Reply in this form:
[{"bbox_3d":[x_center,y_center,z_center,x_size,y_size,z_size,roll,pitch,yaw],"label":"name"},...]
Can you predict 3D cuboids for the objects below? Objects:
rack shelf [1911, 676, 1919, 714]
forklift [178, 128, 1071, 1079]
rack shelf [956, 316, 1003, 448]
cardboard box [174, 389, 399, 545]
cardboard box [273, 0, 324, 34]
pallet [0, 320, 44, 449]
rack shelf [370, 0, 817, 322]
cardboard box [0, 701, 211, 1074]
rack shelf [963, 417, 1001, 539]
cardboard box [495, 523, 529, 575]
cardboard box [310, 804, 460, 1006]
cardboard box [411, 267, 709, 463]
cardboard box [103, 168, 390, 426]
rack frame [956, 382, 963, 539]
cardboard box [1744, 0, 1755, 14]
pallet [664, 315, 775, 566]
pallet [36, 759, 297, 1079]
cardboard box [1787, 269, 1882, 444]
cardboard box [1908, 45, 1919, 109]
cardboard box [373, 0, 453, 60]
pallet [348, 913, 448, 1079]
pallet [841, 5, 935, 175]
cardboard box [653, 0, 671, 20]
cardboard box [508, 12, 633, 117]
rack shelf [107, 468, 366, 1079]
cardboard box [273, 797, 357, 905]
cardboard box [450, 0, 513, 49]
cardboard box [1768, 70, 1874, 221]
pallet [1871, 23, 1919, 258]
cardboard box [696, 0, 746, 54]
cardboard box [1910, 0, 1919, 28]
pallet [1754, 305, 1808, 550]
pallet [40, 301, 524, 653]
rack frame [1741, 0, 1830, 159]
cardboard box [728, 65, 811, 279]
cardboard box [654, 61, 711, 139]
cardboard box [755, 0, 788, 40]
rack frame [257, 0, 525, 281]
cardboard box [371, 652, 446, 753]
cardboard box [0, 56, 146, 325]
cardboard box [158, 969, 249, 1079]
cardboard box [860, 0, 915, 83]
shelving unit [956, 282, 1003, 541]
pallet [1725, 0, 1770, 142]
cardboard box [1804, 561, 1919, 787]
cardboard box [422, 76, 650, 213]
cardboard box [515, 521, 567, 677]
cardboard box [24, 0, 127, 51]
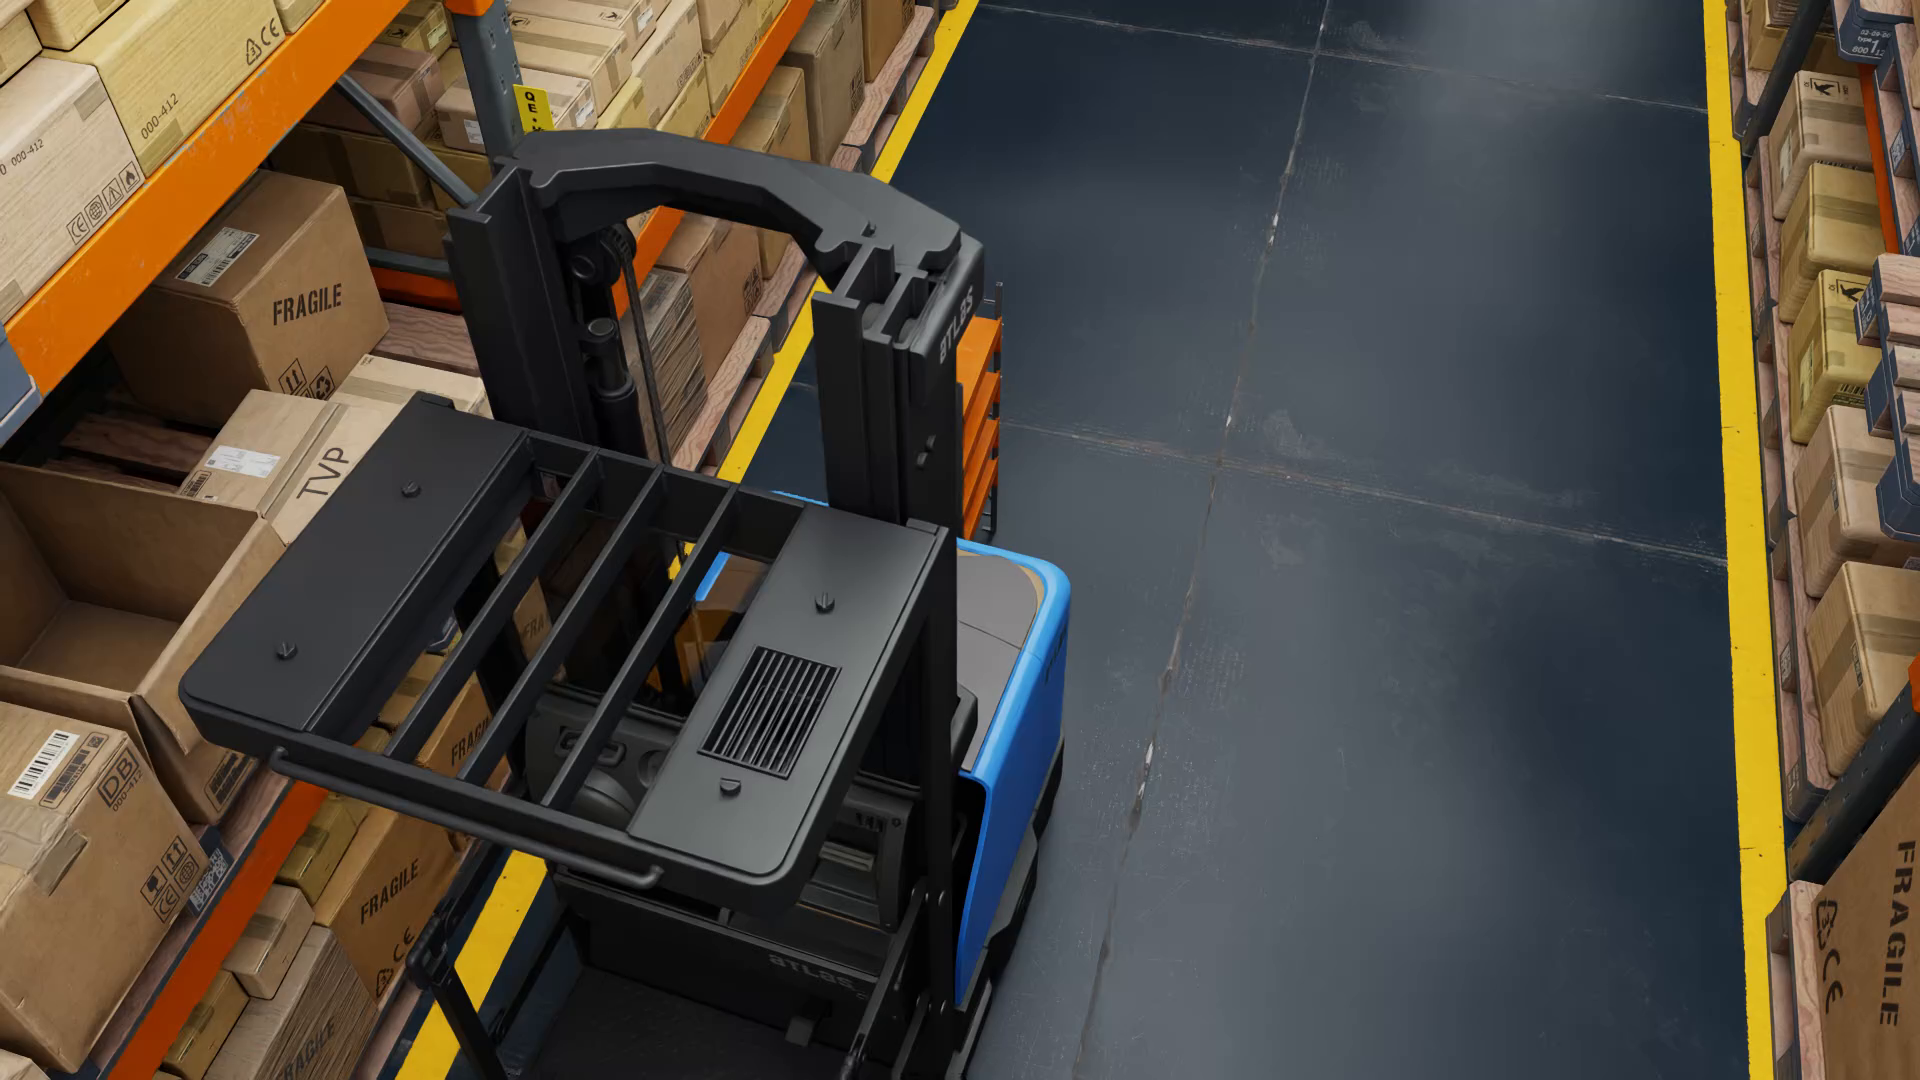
[{"bbox_3d":[2.605,1.838,3.107,1.077,0.370,4.000,12,50,10],"label":"rack shelf"},{"bbox_3d":[-0.630,0.742,3.640,1.130,2.935,3.031,15,50,13],"label":"forklift"},{"bbox_3d":[-0.044,-0.537,5.400,0.258,0.148,0.480,12,50,10],"label":"rack shelf"},{"bbox_3d":[-1.624,-0.086,4.145,0.500,0.250,0.500,9,49,8],"label":"cardboard box"},{"bbox_3d":[-1.559,-1.347,3.538,0.500,0.250,0.500,10,49,9],"label":"cardboard box"},{"bbox_3d":[-2.202,-0.069,2.435,1.213,0.211,1.003,12,50,10],"label":"pallet"},{"bbox_3d":[-1.132,-2.032,6.523,1.077,0.370,4.000,12,50,10],"label":"rack shelf"},{"bbox_3d":[-2.025,0.650,3.329,0.700,0.500,0.500,11,50,10],"label":"cardboard box"},{"bbox_3d":[-0.044,-0.233,5.745,0.258,0.148,0.480,12,50,10],"label":"rack shelf"},{"bbox_3d":[-1.544,0.057,5.153,0.380,0.149,0.250,9,49,8],"label":"cardboard box"},{"bbox_3d":[-1.839,0.952,4.796,0.500,0.500,0.500,14,50,12],"label":"cardboard box"},{"bbox_3d":[-1.481,-0.625,6.105,0.875,0.625,0.625,13,50,11],"label":"cardboard box"},{"bbox_3d":[-1.945,-0.654,4.480,0.500,0.500,0.500,14,50,12],"label":"cardboard box"},{"bbox_3d":[-0.108,-0.101,5.539,0.240,1.200,0.015,12,50,10],"label":"rack frame"},{"bbox_3d":[4.211,-2.837,8.307,0.500,0.250,0.500,10,49,9],"label":"cardboard box"},{"bbox_3d":[-1.404,-0.489,6.540,1.003,0.211,1.213,12,50,10],"label":"pallet"},{"bbox_3d":[-2.166,0.647,3.806,1.003,0.211,1.213,12,50,10],"label":"pallet"},{"bbox_3d":[3.681,-0.606,6.256,0.950,0.372,0.625,13,50,11],"label":"cardboard box"},{"bbox_3d":[3.364,-1.521,5.479,0.380,0.149,0.250,13,50,11],"label":"cardboard box"},{"bbox_3d":[-1.807,-1.558,5.125,0.380,0.149,0.250,13,50,11],"label":"cardboard box"},{"bbox_3d":[-2.214,1.511,4.775,1.003,0.211,1.213,12,50,10],"label":"pallet"},{"bbox_3d":[-0.762,-2.254,8.098,1.003,0.211,1.213,12,50,10],"label":"pallet"},{"bbox_3d":[-1.122,-1.820,5.356,0.380,0.149,0.250,12,50,10],"label":"cardboard box"},{"bbox_3d":[-1.221,-1.437,5.018,0.380,0.149,0.250,13,50,11],"label":"cardboard box"},{"bbox_3d":[-2.185,0.861,3.969,1.077,0.370,4.000,12,50,10],"label":"rack shelf"},{"bbox_3d":[-1.876,0.805,4.493,0.380,0.149,0.250,11,49,9],"label":"cardboard box"},{"bbox_3d":[-1.675,-1.689,5.507,0.500,0.250,0.500,12,50,10],"label":"cardboard box"},{"bbox_3d":[4.049,-1.630,7.160,0.950,0.372,0.625,12,50,11],"label":"cardboard box"},{"bbox_3d":[3.613,-1.223,5.457,1.003,0.211,1.213,12,50,10],"label":"pallet"},{"bbox_3d":[-1.018,-1.949,5.736,0.500,0.250,0.500,10,49,9],"label":"cardboard box"},{"bbox_3d":[3.551,-1.882,5.798,0.380,0.149,0.250,12,50,11],"label":"cardboard box"},{"bbox_3d":[3.662,-0.369,6.435,1.003,0.211,1.213,12,50,10],"label":"pallet"},{"bbox_3d":[-1.769,-0.256,4.603,1.213,0.211,1.003,12,50,10],"label":"pallet"},{"bbox_3d":[4.184,-2.740,6.668,1.000,3.000,0.127,12,50,10],"label":"rack frame"},{"bbox_3d":[-1.139,-1.586,6.953,0.875,0.625,0.625,10,49,8],"label":"cardboard box"},{"bbox_3d":[-1.169,-1.409,5.593,0.500,0.250,0.500,11,49,9],"label":"cardboard box"},{"bbox_3d":[-0.902,-2.158,6.254,0.500,0.250,0.500,13,50,11],"label":"cardboard box"},{"bbox_3d":[-1.658,-0.824,4.976,1.000,3.000,0.127,12,50,10],"label":"rack frame"},{"bbox_3d":[-1.698,0.442,4.813,0.380,0.149,0.250,10,49,9],"label":"cardboard box"},{"bbox_3d":[-1.822,-0.622,2.897,0.500,0.250,0.500,12,50,10],"label":"cardboard box"},{"bbox_3d":[-2.034,1.178,4.164,0.380,0.149,0.250,12,50,10],"label":"cardboard box"},{"bbox_3d":[-0.732,-2.690,7.928,0.875,0.625,0.625,14,50,12],"label":"cardboard box"},{"bbox_3d":[-0.044,-0.277,5.694,0.258,1.200,0.503,12,50,10],"label":"shelving unit"},{"bbox_3d":[4.327,-2.310,8.148,1.003,0.211,1.213,12,50,10],"label":"pallet"},{"bbox_3d":[3.290,0.477,5.301,0.950,0.372,0.625,9,49,7],"label":"cardboard box"},{"bbox_3d":[-1.282,-1.207,5.081,0.500,0.250,0.500,12,50,10],"label":"cardboard box"},{"bbox_3d":[-1.562,0.213,5.449,0.500,0.500,0.500,13,50,11],"label":"cardboard box"},{"bbox_3d":[-1.723,-1.037,2.998,0.380,0.149,0.250,12,50,10],"label":"cardboard box"}]
